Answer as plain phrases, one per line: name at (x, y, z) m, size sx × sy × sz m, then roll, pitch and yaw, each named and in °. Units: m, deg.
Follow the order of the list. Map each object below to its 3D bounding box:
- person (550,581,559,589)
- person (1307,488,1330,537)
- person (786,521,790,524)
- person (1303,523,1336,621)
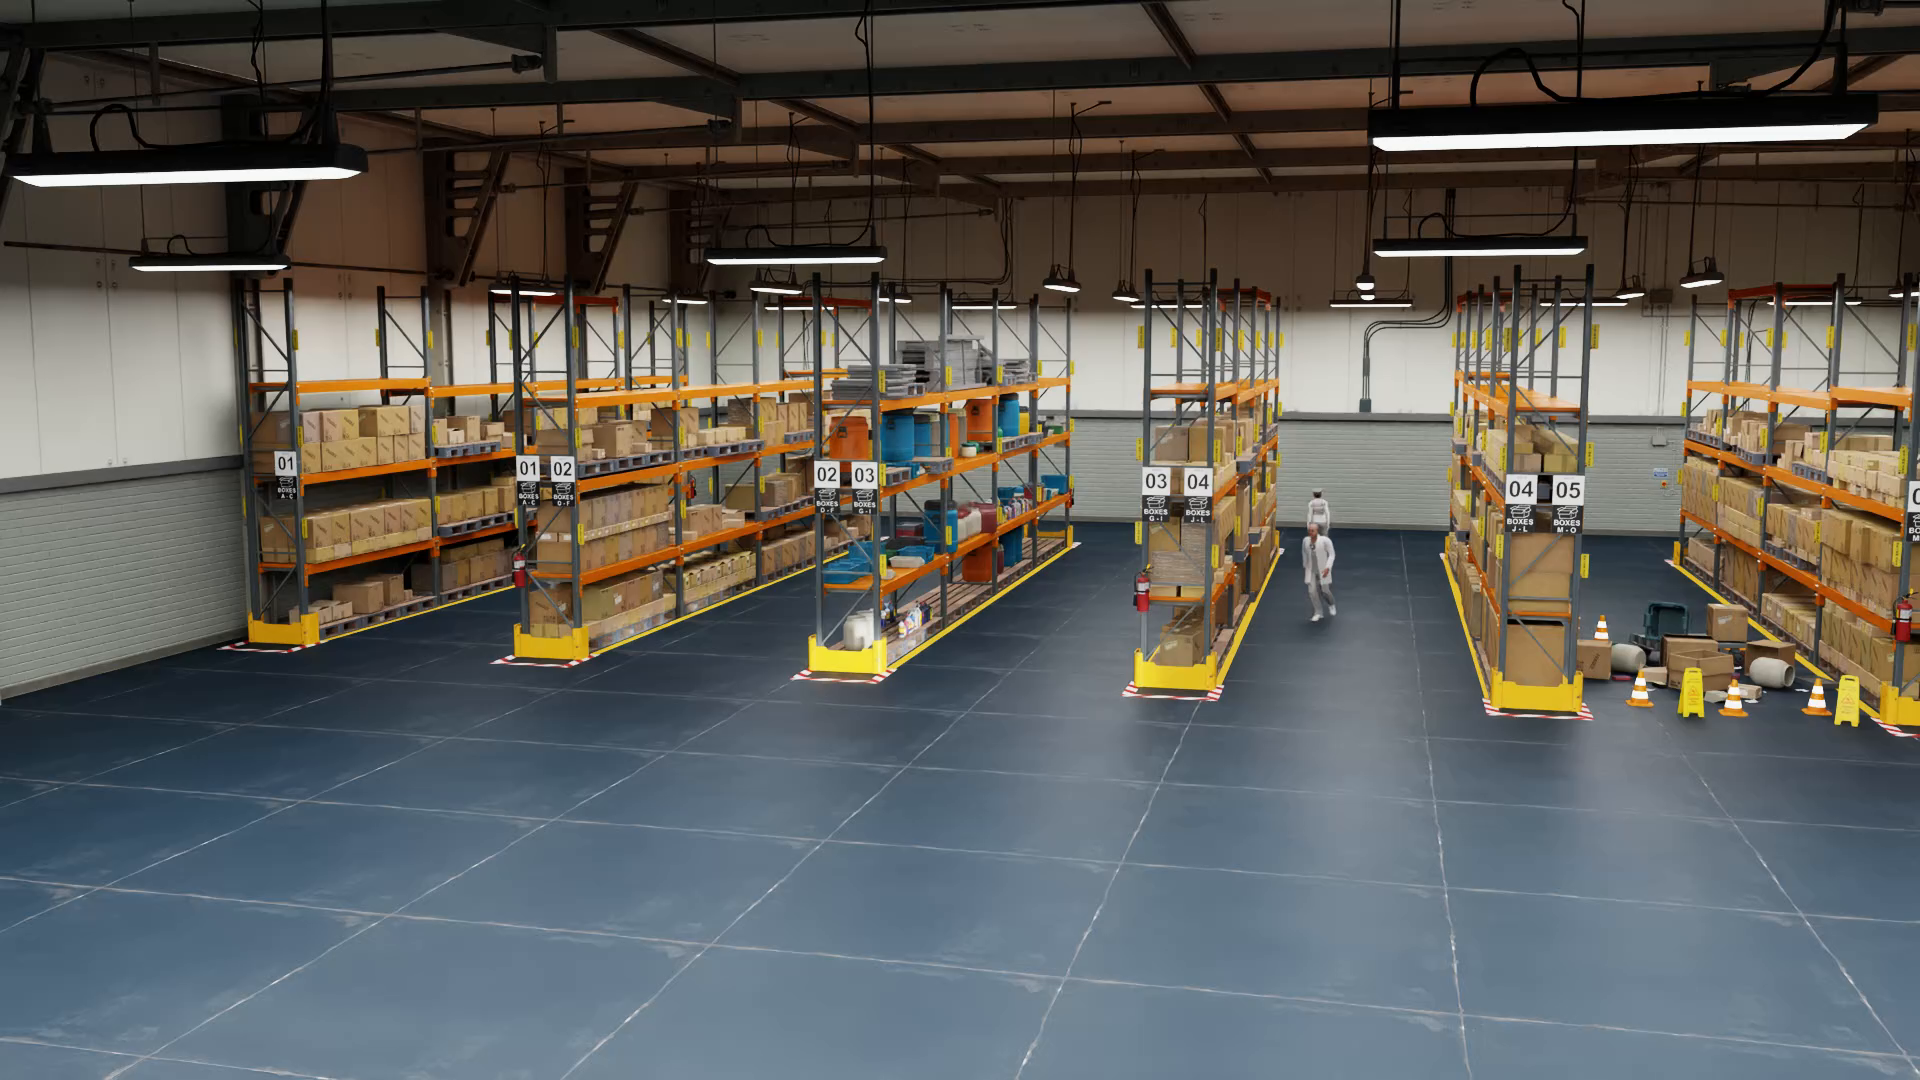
person at (-7.385, 0.531, 30.405) m, size 0.507 × 1.659 × 0.467 m, roll 3°, pitch 7°, yaw 22°
person at (8.140, -0.340, 37.690) m, size 0.519 × 1.676 × 0.488 m, roll 1°, pitch 7°, yaw 9°
person at (-4.537, -0.924, 42.079) m, size 0.485 × 1.787 × 0.597 m, roll -3°, pitch 8°, yaw -25°
person at (6.490, 0.551, 29.976) m, size 0.619 × 1.754 × 0.723 m, roll 4°, pitch 8°, yaw 29°
